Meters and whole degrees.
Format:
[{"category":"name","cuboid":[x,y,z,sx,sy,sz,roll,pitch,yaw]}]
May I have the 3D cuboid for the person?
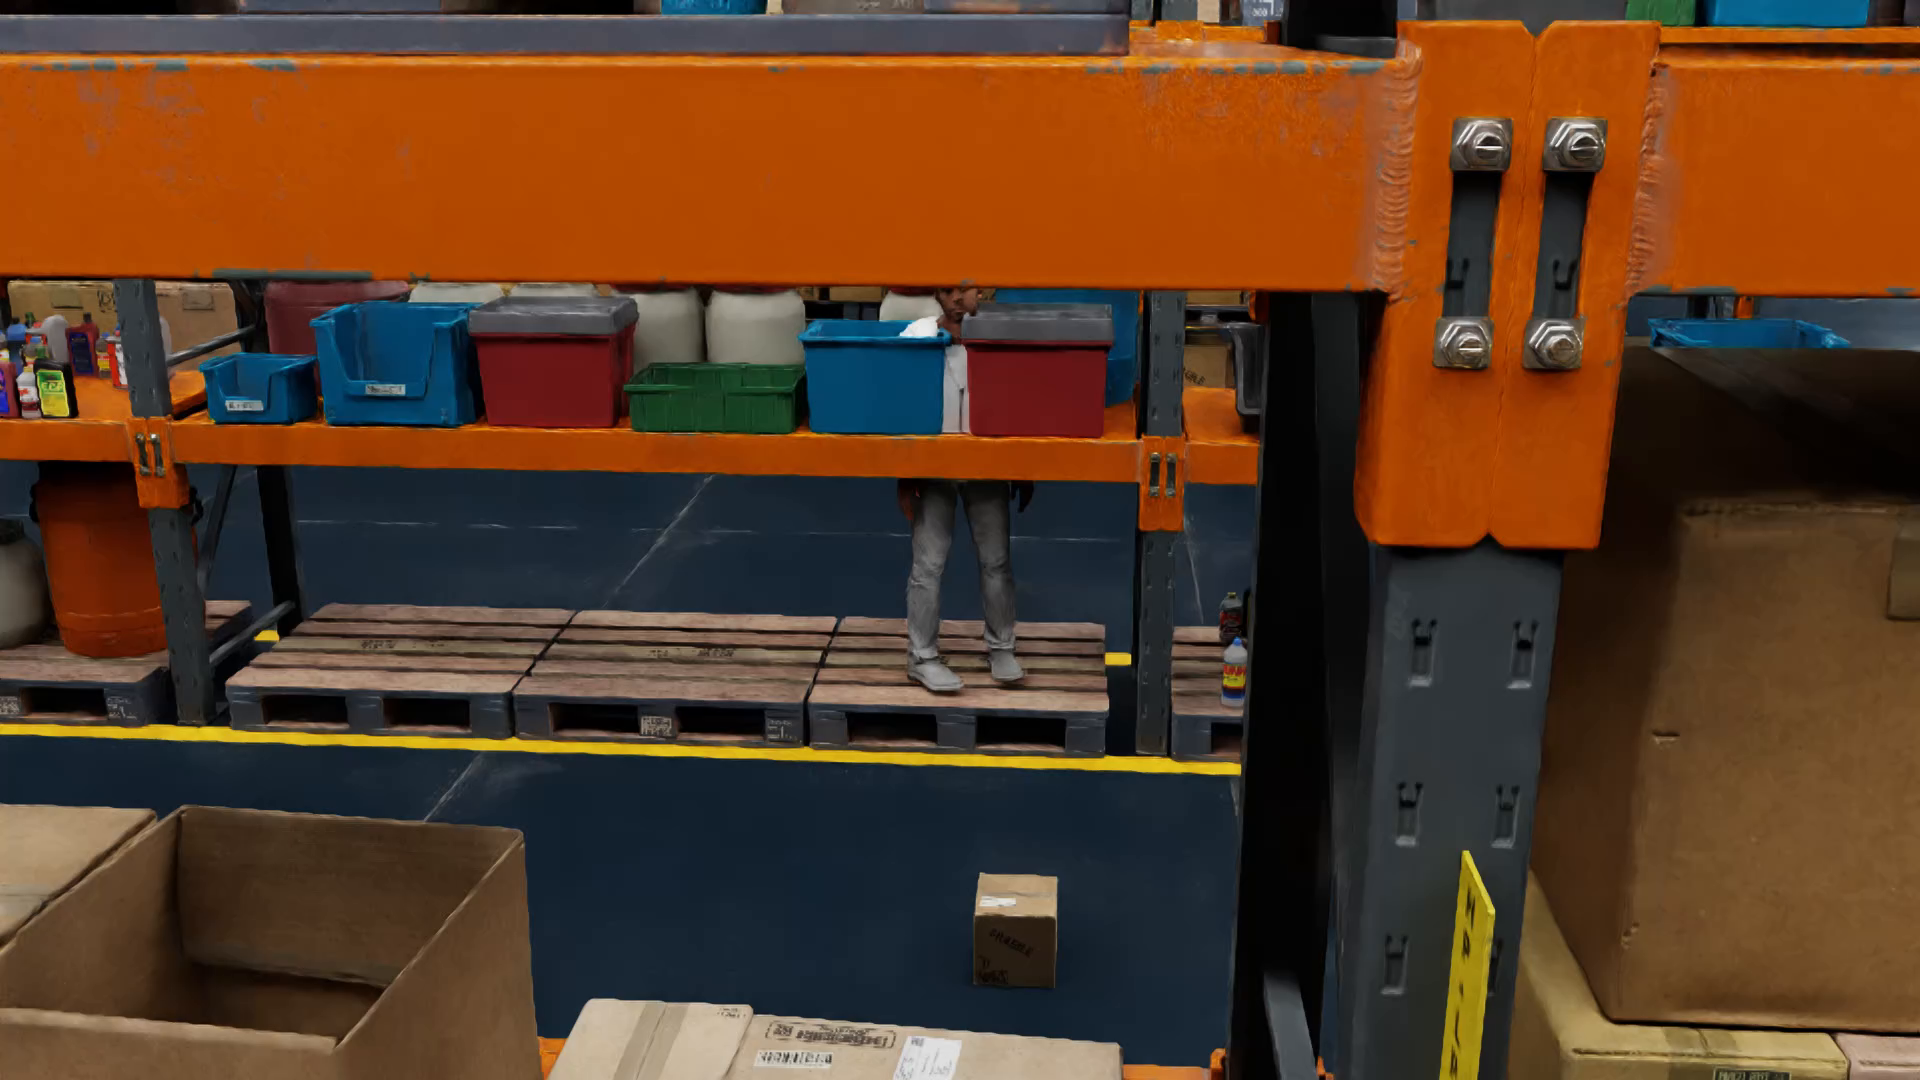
[{"category":"person","cuboid":[0.016,-0.278,6.633,0.579,1.766,0.422,0,17,1]}]
